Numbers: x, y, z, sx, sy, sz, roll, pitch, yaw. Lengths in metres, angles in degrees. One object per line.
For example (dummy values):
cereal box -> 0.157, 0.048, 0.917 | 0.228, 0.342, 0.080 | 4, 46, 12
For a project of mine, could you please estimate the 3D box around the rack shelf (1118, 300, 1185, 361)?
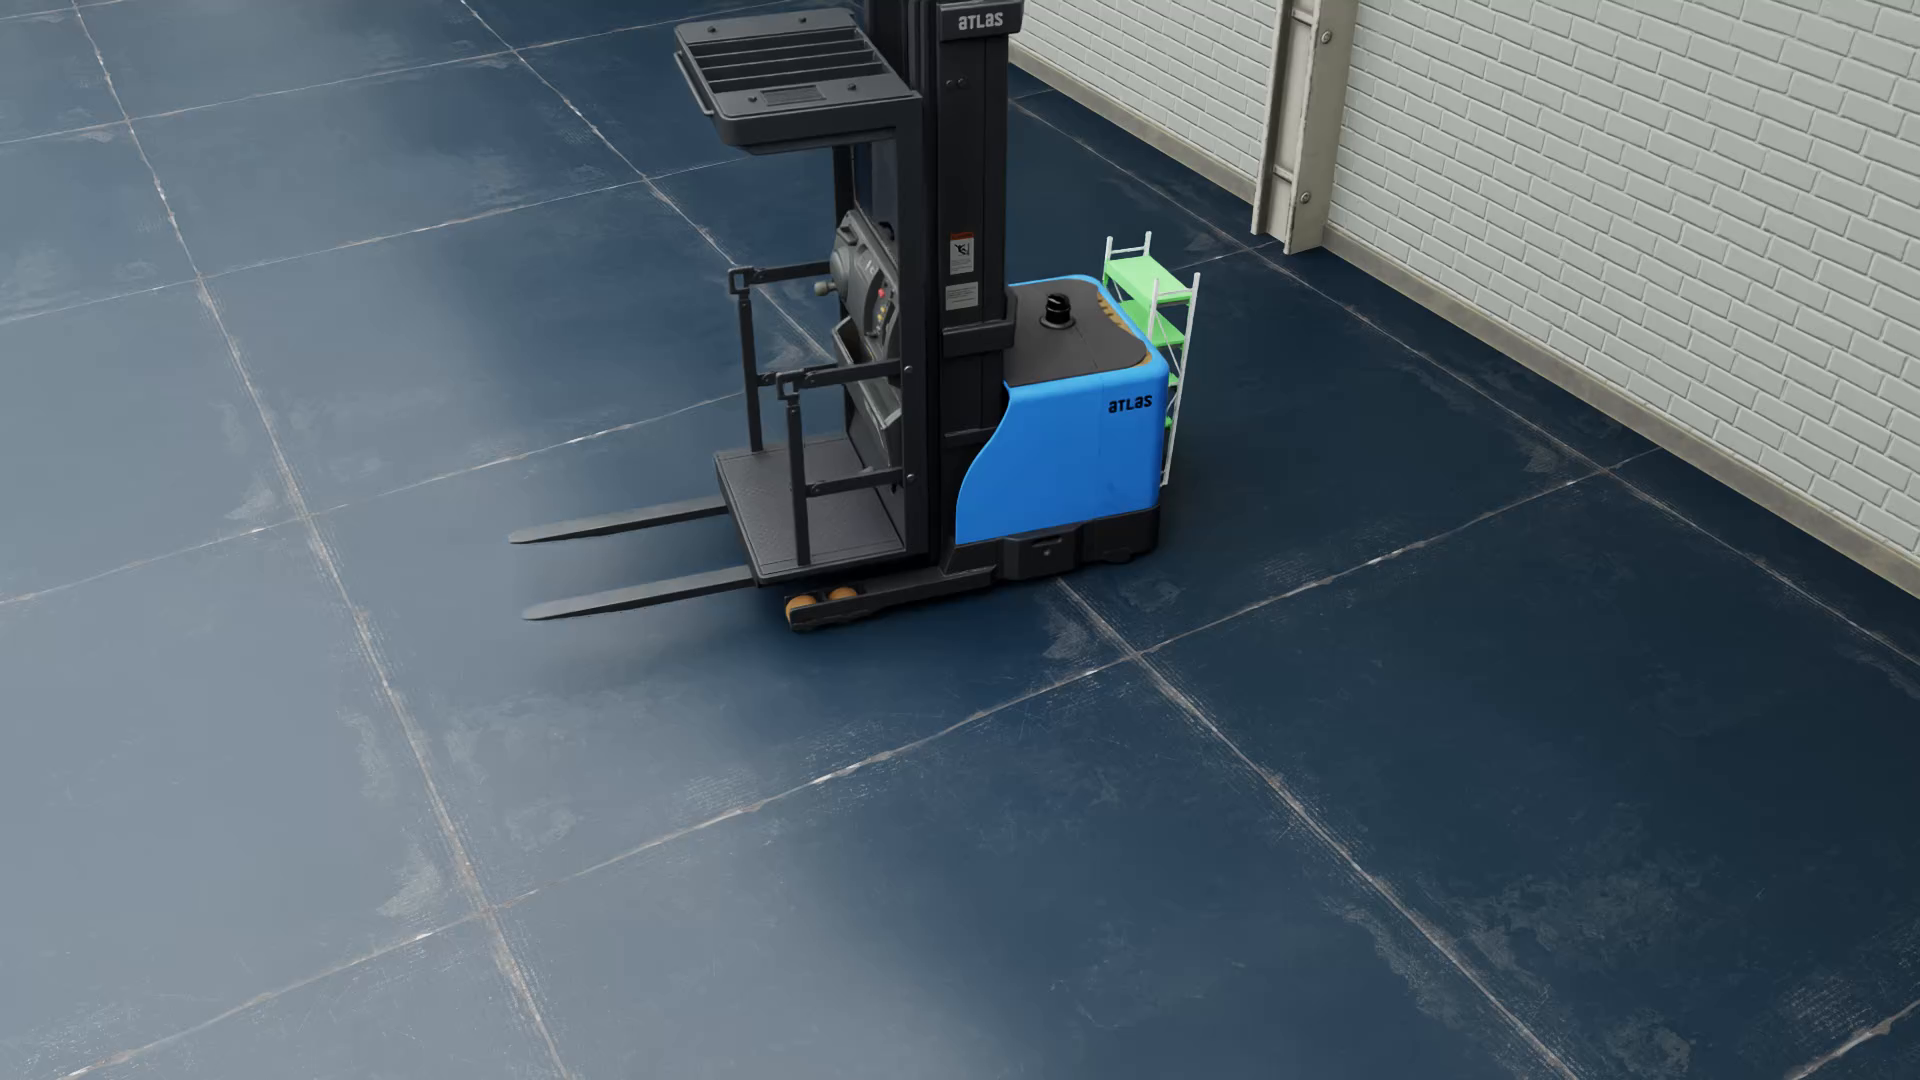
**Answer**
rack shelf -> 0.916, -1.041, 8.346 | 0.258, 0.148, 0.480 | -11, 37, -21

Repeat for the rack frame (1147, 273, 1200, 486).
rack frame -> 1.001, -0.764, 8.265 | 0.240, 1.200, 0.015 | -11, 37, -21

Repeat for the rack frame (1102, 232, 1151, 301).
rack frame -> 0.809, -1.029, 8.627 | 0.240, 1.200, 0.015 | -11, 37, -21

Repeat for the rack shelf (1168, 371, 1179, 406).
rack shelf -> 0.901, -0.844, 8.483 | 0.258, 0.148, 0.480 | -11, 37, -21

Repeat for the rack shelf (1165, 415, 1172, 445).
rack shelf -> 0.887, -0.647, 8.619 | 0.258, 0.148, 0.480 | -11, 37, -21

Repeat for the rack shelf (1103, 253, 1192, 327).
rack shelf -> 0.930, -1.238, 8.210 | 0.258, 0.148, 0.480 | -11, 37, -21

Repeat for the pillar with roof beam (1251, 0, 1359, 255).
pillar with roof beam -> -1.561, -4.352, 6.580 | 9.100, 9.000, 0.400 | -19, 40, -24

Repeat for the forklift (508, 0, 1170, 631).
forklift -> -0.605, -1.112, 7.288 | 3.031, 2.935, 1.130 | -11, 38, -14

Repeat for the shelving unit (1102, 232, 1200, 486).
shelving unit -> 0.905, -0.896, 8.446 | 0.258, 1.200, 0.503 | -11, 37, -21
